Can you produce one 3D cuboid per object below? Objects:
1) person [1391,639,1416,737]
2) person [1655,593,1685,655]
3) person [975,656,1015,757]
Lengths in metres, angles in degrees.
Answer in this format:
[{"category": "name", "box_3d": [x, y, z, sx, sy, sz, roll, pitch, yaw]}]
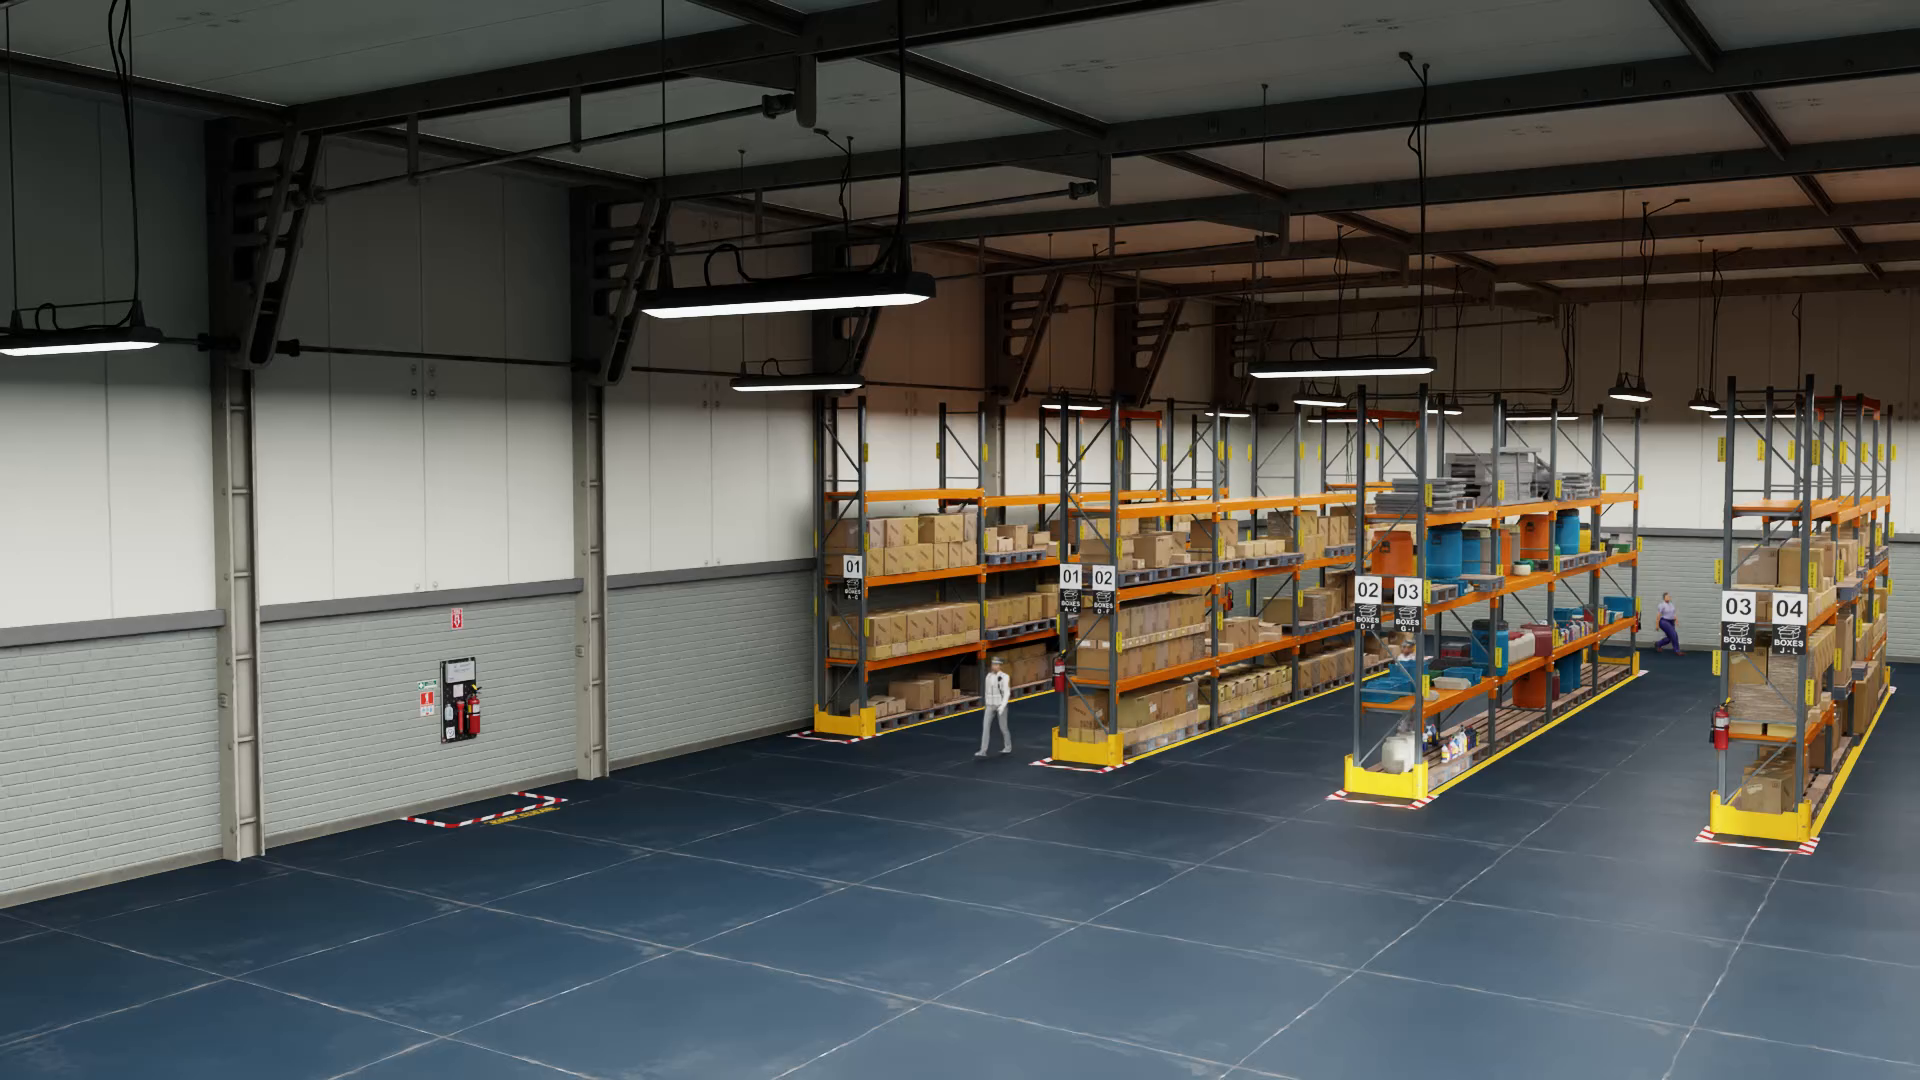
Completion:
[{"category": "person", "box_3d": [7.759, 2.591, 29.196, 1.057, 1.699, 0.653, -3, 4, -40]}, {"category": "person", "box_3d": [17.587, 2.068, 41.256, 0.465, 1.522, 0.930, -1, 3, -27]}, {"category": "person", "box_3d": [0.583, 2.727, 27.335, 0.507, 1.646, 0.902, 2, 4, 34]}]
